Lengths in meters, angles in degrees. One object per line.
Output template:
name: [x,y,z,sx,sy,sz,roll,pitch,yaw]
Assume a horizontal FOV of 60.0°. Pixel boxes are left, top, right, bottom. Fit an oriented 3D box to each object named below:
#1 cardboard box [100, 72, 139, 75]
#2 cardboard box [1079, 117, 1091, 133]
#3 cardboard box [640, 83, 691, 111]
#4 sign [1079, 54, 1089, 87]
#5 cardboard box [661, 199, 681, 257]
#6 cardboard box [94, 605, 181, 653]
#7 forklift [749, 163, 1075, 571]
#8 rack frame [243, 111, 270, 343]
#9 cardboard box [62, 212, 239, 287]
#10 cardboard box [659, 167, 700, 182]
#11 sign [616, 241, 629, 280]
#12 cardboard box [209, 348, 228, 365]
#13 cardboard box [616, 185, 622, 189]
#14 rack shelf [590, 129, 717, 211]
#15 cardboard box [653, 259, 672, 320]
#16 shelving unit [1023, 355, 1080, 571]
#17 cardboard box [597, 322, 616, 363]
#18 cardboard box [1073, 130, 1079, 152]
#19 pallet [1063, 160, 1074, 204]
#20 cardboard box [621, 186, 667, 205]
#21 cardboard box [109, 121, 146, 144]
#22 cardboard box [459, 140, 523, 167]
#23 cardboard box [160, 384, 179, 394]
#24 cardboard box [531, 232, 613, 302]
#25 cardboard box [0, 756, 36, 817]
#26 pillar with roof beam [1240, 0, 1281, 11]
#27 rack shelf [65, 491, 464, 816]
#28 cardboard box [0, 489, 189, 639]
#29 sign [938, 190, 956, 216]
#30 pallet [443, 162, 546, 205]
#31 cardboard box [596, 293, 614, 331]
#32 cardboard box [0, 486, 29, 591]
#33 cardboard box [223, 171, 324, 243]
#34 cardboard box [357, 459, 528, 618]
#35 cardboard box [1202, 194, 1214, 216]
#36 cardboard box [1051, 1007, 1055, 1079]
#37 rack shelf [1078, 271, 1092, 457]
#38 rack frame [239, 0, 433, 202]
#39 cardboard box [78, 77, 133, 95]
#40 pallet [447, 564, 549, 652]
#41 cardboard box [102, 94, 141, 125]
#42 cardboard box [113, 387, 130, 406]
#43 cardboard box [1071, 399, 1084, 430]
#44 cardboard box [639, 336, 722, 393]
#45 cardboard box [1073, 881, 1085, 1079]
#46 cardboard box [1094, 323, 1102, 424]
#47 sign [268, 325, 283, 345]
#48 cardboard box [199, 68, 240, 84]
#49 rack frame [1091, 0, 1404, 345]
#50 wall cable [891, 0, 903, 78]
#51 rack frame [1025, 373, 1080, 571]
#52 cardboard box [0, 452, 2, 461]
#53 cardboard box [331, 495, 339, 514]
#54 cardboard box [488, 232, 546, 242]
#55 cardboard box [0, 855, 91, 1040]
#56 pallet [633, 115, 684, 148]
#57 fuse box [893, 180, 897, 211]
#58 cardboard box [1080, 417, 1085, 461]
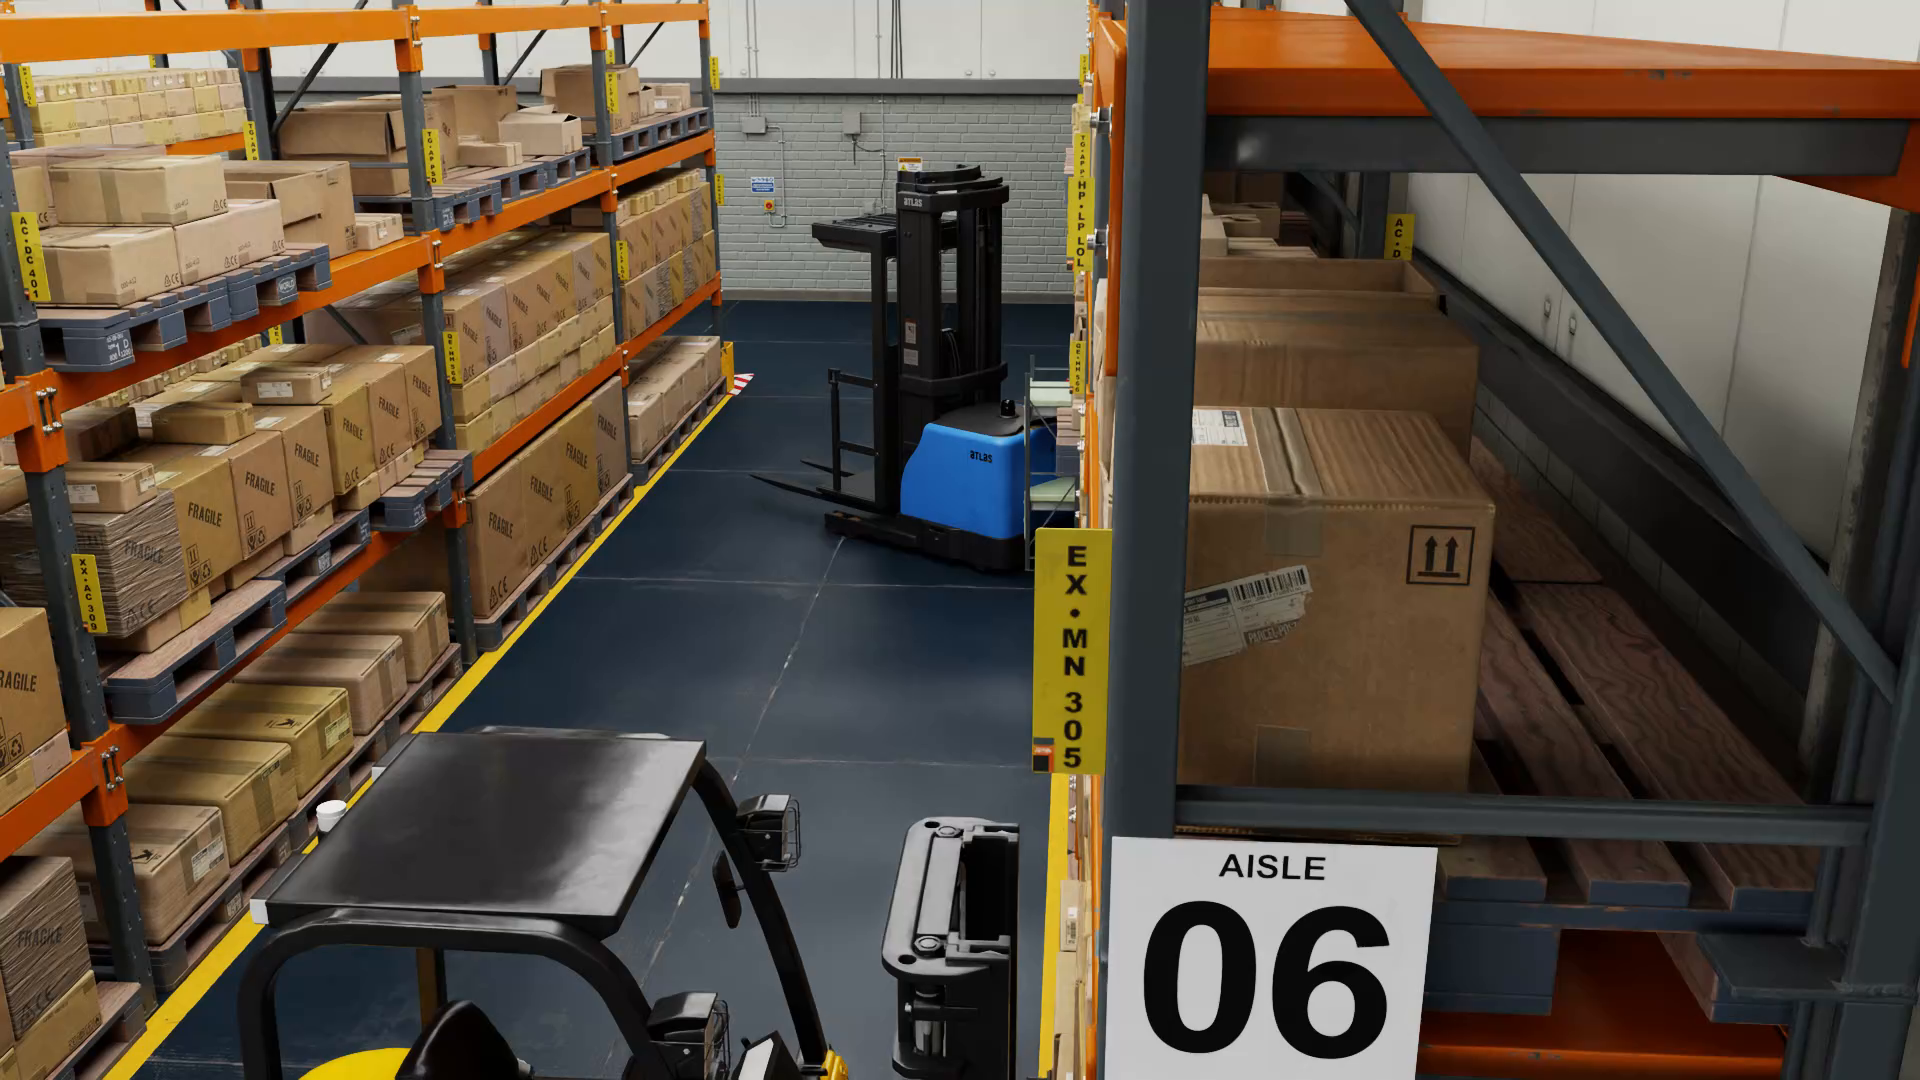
cardboard box: [-8.377,-4.558,16.496,0.380,0.149,0.250,2,18,5]
cardboard box: [1.031,-2.892,11.707,0.380,0.149,0.250,1,18,4]
cardboard box: [-3.065,-4.572,17.147,0.500,0.250,0.500,0,18,-1]
sign: [1.287,-4.856,17.204,0.100,0.325,0.005,1,18,4]
cardboard box: [-3.004,-3.007,16.018,0.500,0.500,0.500,1,18,4]
cardboard box: [-3.628,0.370,7.207,0.380,0.149,0.250,2,18,5]
forklift: [-0.473,-1.521,13.358,3.031,2.935,1.130,15,23,39]
rack frame: [-8.067,-3.192,18.346,1.000,3.000,0.127,1,18,4]
cardboard box: [-3.506,-1.269,7.229,0.500,0.250,0.500,1,18,3]
cardboard box: [-2.949,-3.827,17.479,0.380,0.149,0.250,2,18,5]
sign: [-2.867,-2.374,14.118,0.100,0.325,0.005,1,18,4]
cardboard box: [-7.901,-1.910,17.383,0.380,0.149,0.250,1,18,2]
cardboard box: [-3.532,-3.437,16.286,0.380,0.149,0.250,1,18,4]
rack shelf: [-3.266,-3.575,15.854,1.077,0.370,4.000,1,18,4]
cardboard box: [-3.032,-2.368,15.672,0.500,0.500,0.500,1,18,4]
shelving unit: [0.713,-0.590,12.585,0.431,1.500,0.755,1,17,5]
cardboard box: [-3.190,-1.654,13.894,0.500,0.250,0.500,1,18,3]
cardboard box: [1.047,-2.993,12.490,0.380,0.149,0.250,2,18,5]
pallet: [1.354,-2.574,11.944,1.213,0.211,1.003,1,18,4]
cardboard box: [-3.000,-3.266,15.765,0.380,0.149,0.250,1,18,4]
cardboard box: [-7.974,-3.758,15.499,0.500,0.250,0.500,2,18,6]
cardboard box: [-3.395,-2.794,12.015,0.380,0.166,0.250,3,18,9]
cardboard box: [-7.952,-1.444,16.438,0.380,0.149,0.250,1,18,3]
cardboard box: [-3.191,-2.248,13.701,0.500,0.500,0.500,2,18,6]
cardboard box: [-3.713,0.918,6.207,0.380,0.149,0.250,2,18,5]
pillar with roof beam: [-1.803,-4.904,13.936,9.100,9.000,0.400,1,18,4]
rack shelf: [-3.839,0.335,8.738,1.077,0.370,4.000,1,18,4]
cardboard box: [-3.663,0.087,7.028,0.500,0.500,0.500,2,18,5]
sign: [-0.149,-4.780,23.347,0.329,0.494,0.001,1,18,4]
pallet: [-3.626,-2.512,11.758,1.003,0.211,1.213,2,18,6]
cardboard box: [-3.198,-1.894,13.824,0.500,0.250,0.500,1,18,4]
cardboard box: [-4.179,0.077,7.057,0.500,0.500,0.500,1,18,3]
cardboard box: [-3.777,-1.628,8.591,0.797,0.503,0.637,1,18,4]
cardboard box: [-3.564,-0.030,11.436,0.875,0.875,0.875,1,18,3]
cardboard box: [0.832,-1.375,7.292,0.500,0.311,0.500,1,18,2]
cardboard box: [0.603,1.974,6.323,0.500,0.250,0.500,1,18,4]
rack shelf: [1.112,-0.981,7.937,1.077,0.370,4.000,1,18,4]
rack frame: [-3.696,-3.479,9.588,1.000,3.000,0.127,1,18,4]
cardboard box: [-7.949,-4.223,15.473,0.380,0.149,0.250,2,18,7]
pallet: [-3.564,0.454,11.698,1.003,0.211,1.213,1,18,4]
cardboard box: [-7.990,-3.996,15.421,0.500,0.250,0.500,2,18,5]
cardboard box: [-8.075,-1.343,15.653,0.380,0.149,0.250,1,18,3]
cardboard box: [0.920,-0.811,10.810,0.380,0.149,0.250,2,18,5]
cardboard box: [-3.070,-1.887,17.806,0.875,0.438,0.875,1,18,2]
cardboard box: [0.563,1.284,4.527,0.500,0.500,0.500,1,18,4]
cardboard box: [0.559,-0.430,4.483,0.396,0.266,0.258,1,18,3]
sign: [-4.250,-1.189,10.376,0.100,0.325,0.005,1,18,4]
cardboard box: [-7.798,-4.863,17.427,0.380,0.149,0.250,1,18,3]
rack frame: [0.968,-2.127,5.462,1.000,3.000,0.127,1,18,4]
wall cable: [0.530,-7.663,22.296,2.988,3.039,0.133,1,18,4]
rack frame: [0.680,-0.486,12.236,0.400,1.500,0.023,1,17,5]
cardboard box: [-8.193,-0.566,13.674,0.500,0.500,0.500,1,18,3]
cardboard box: [-3.581,-0.198,8.939,0.380,0.149,0.250,1,18,4]
cardboard box: [-3.728,-2.263,13.745,0.500,0.500,0.500,1,18,5]
cardboard box: [-3.758,1.555,6.397,0.500,0.500,0.500,1,18,3]
pallet: [-3.250,-3.885,15.788,1.003,0.211,1.213,1,18,4]
fuse box: [-0.657,-4.160,23.370,0.539,1.711,0.414,1,18,4]
cardboard box: [0.955,-0.553,9.731,0.500,0.250,0.500,1,18,4]
